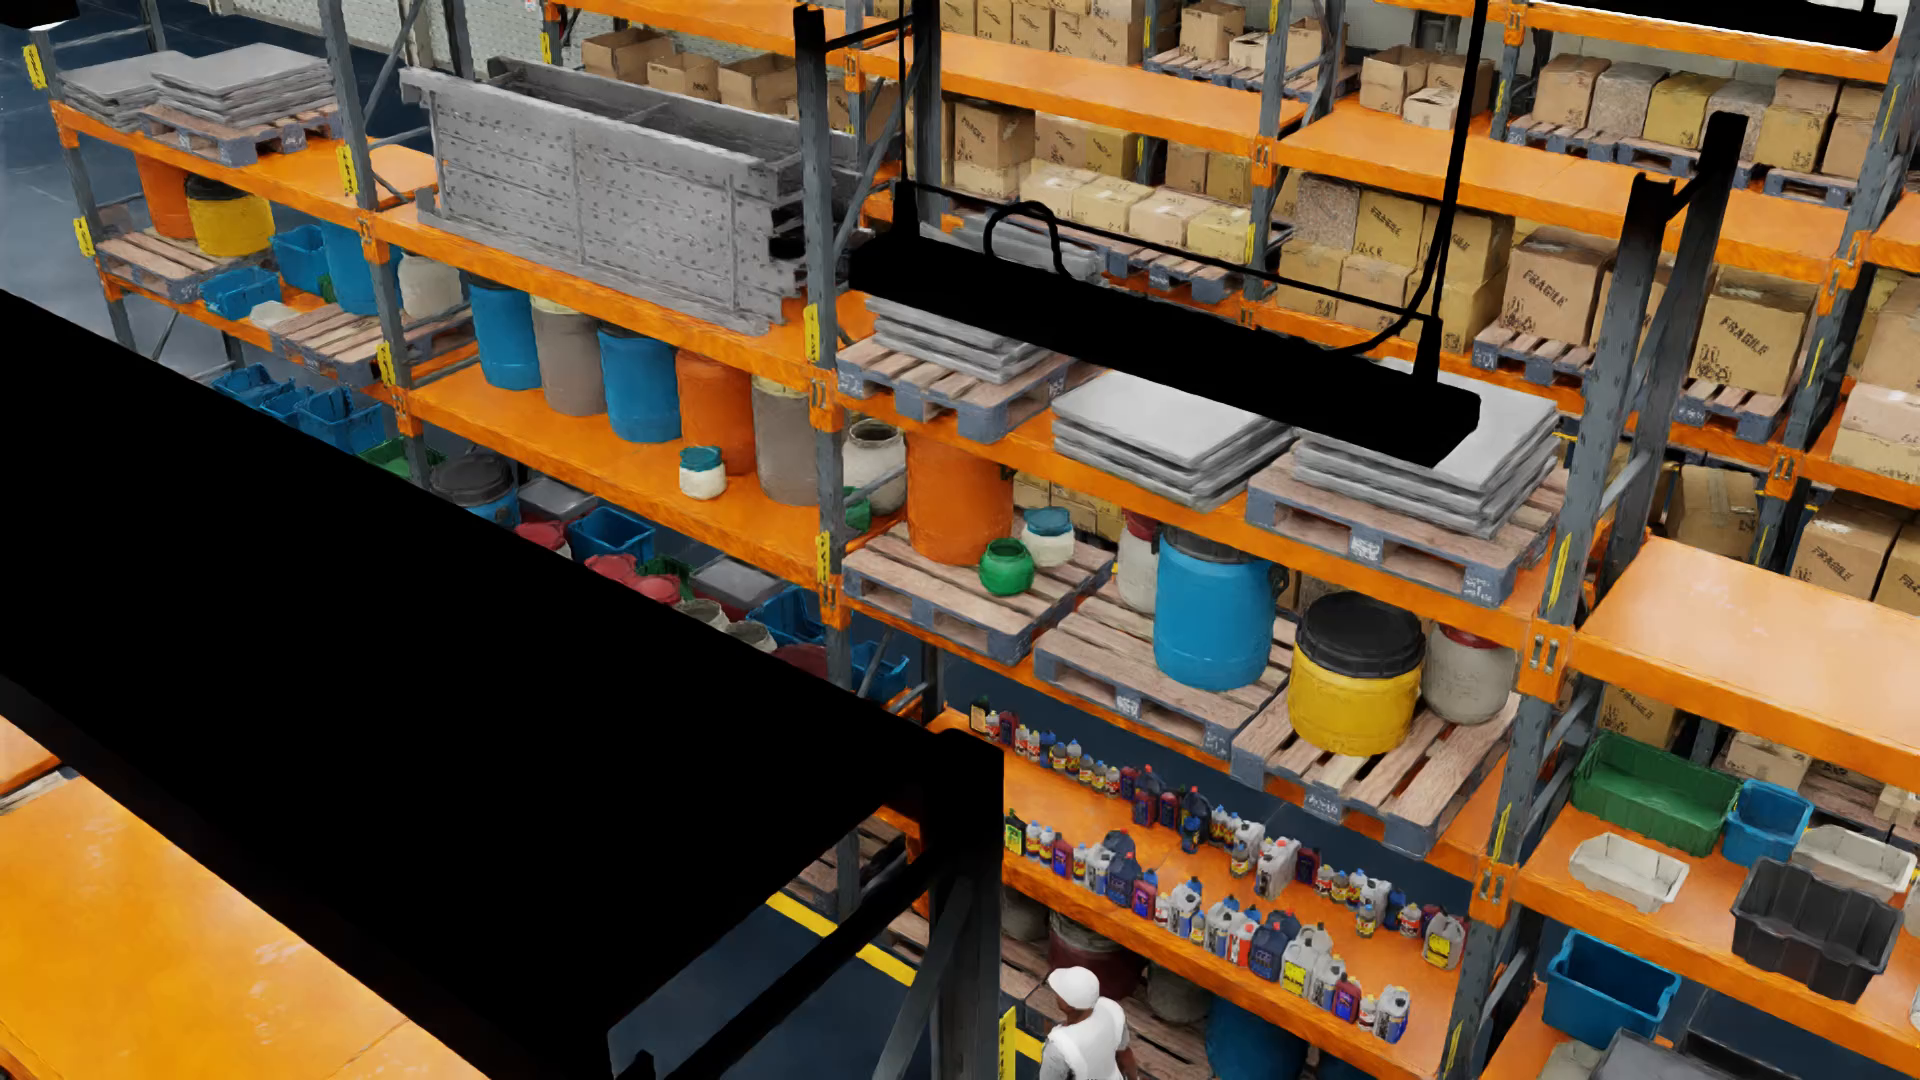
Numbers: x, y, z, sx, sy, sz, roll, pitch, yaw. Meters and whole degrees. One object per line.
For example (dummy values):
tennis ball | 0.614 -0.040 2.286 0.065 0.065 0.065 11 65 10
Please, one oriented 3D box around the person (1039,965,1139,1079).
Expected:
person | 0.610 2.942 8.803 1.042 1.732 0.579 21 37 30
